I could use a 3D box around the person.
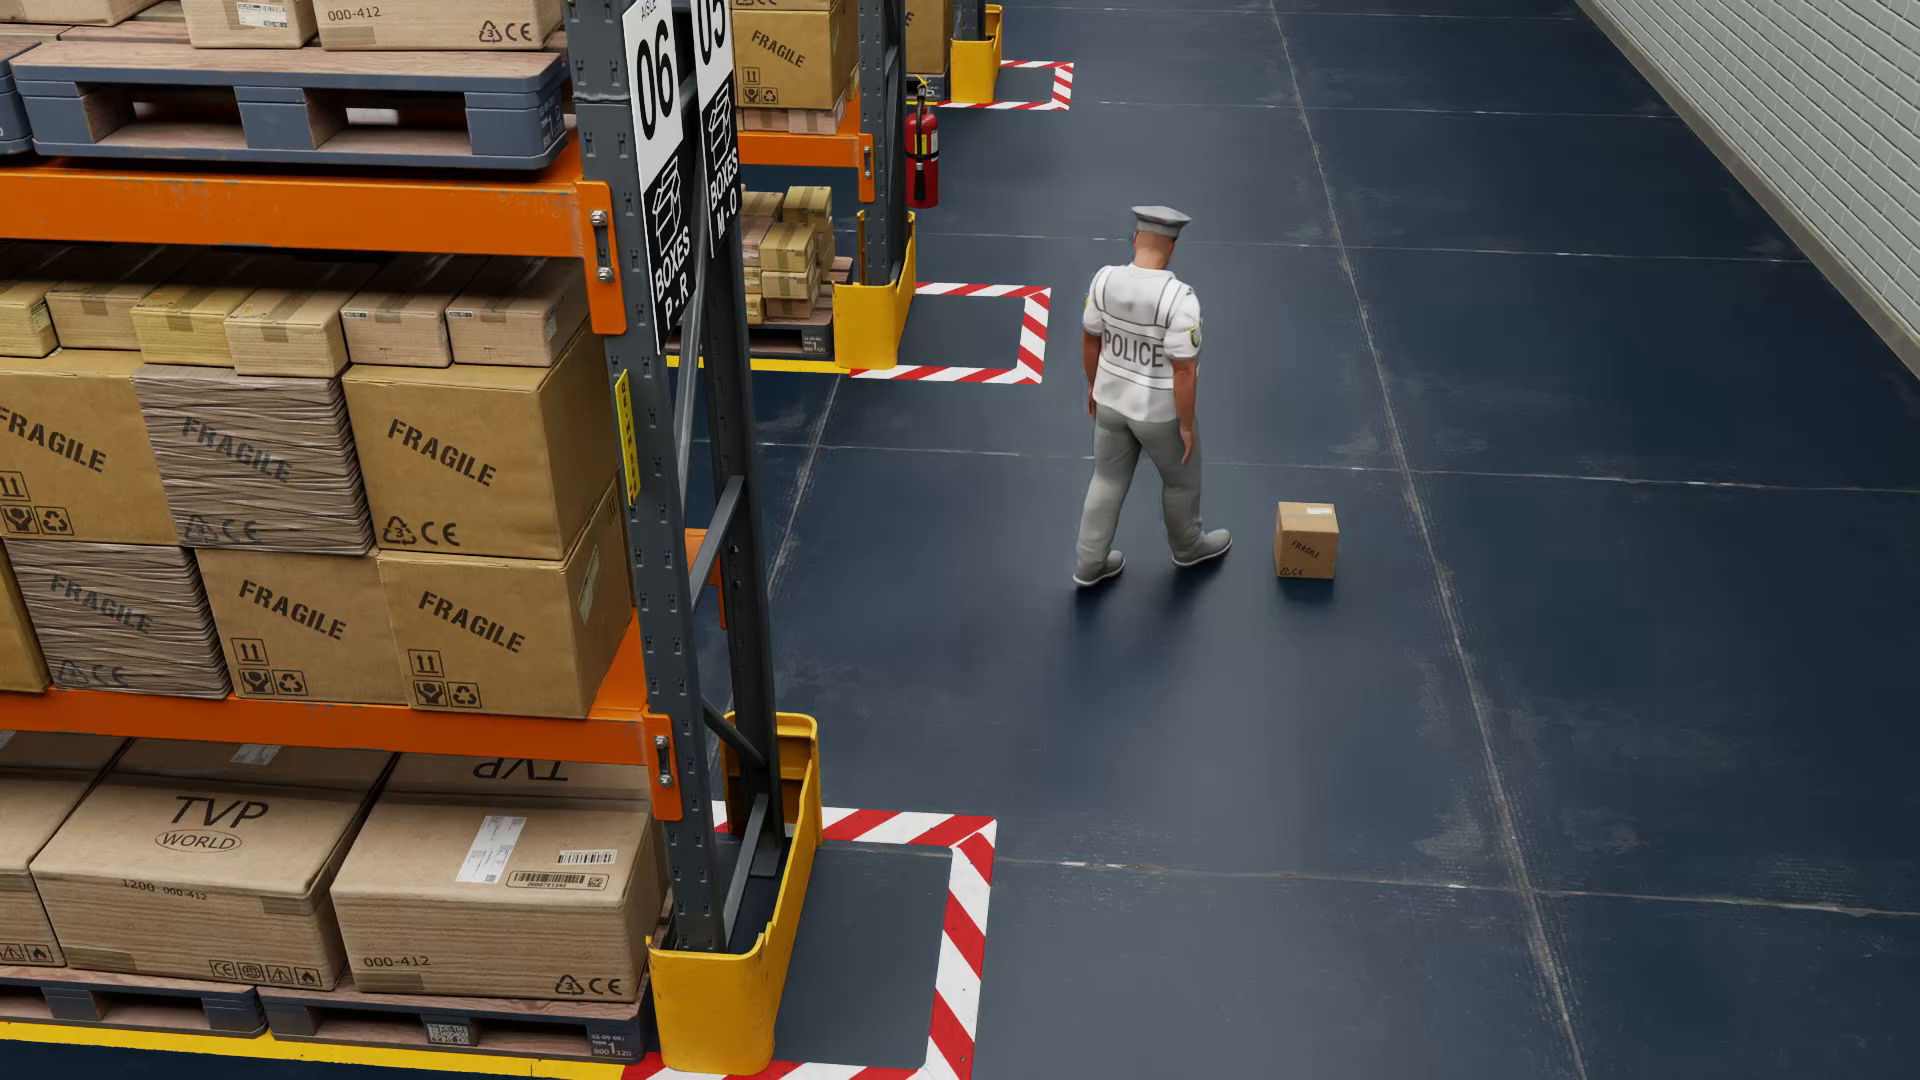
[{"bbox_3d":[0.842,-0.621,7.117,0.585,1.719,0.757,23,39,32],"label":"person"}]
